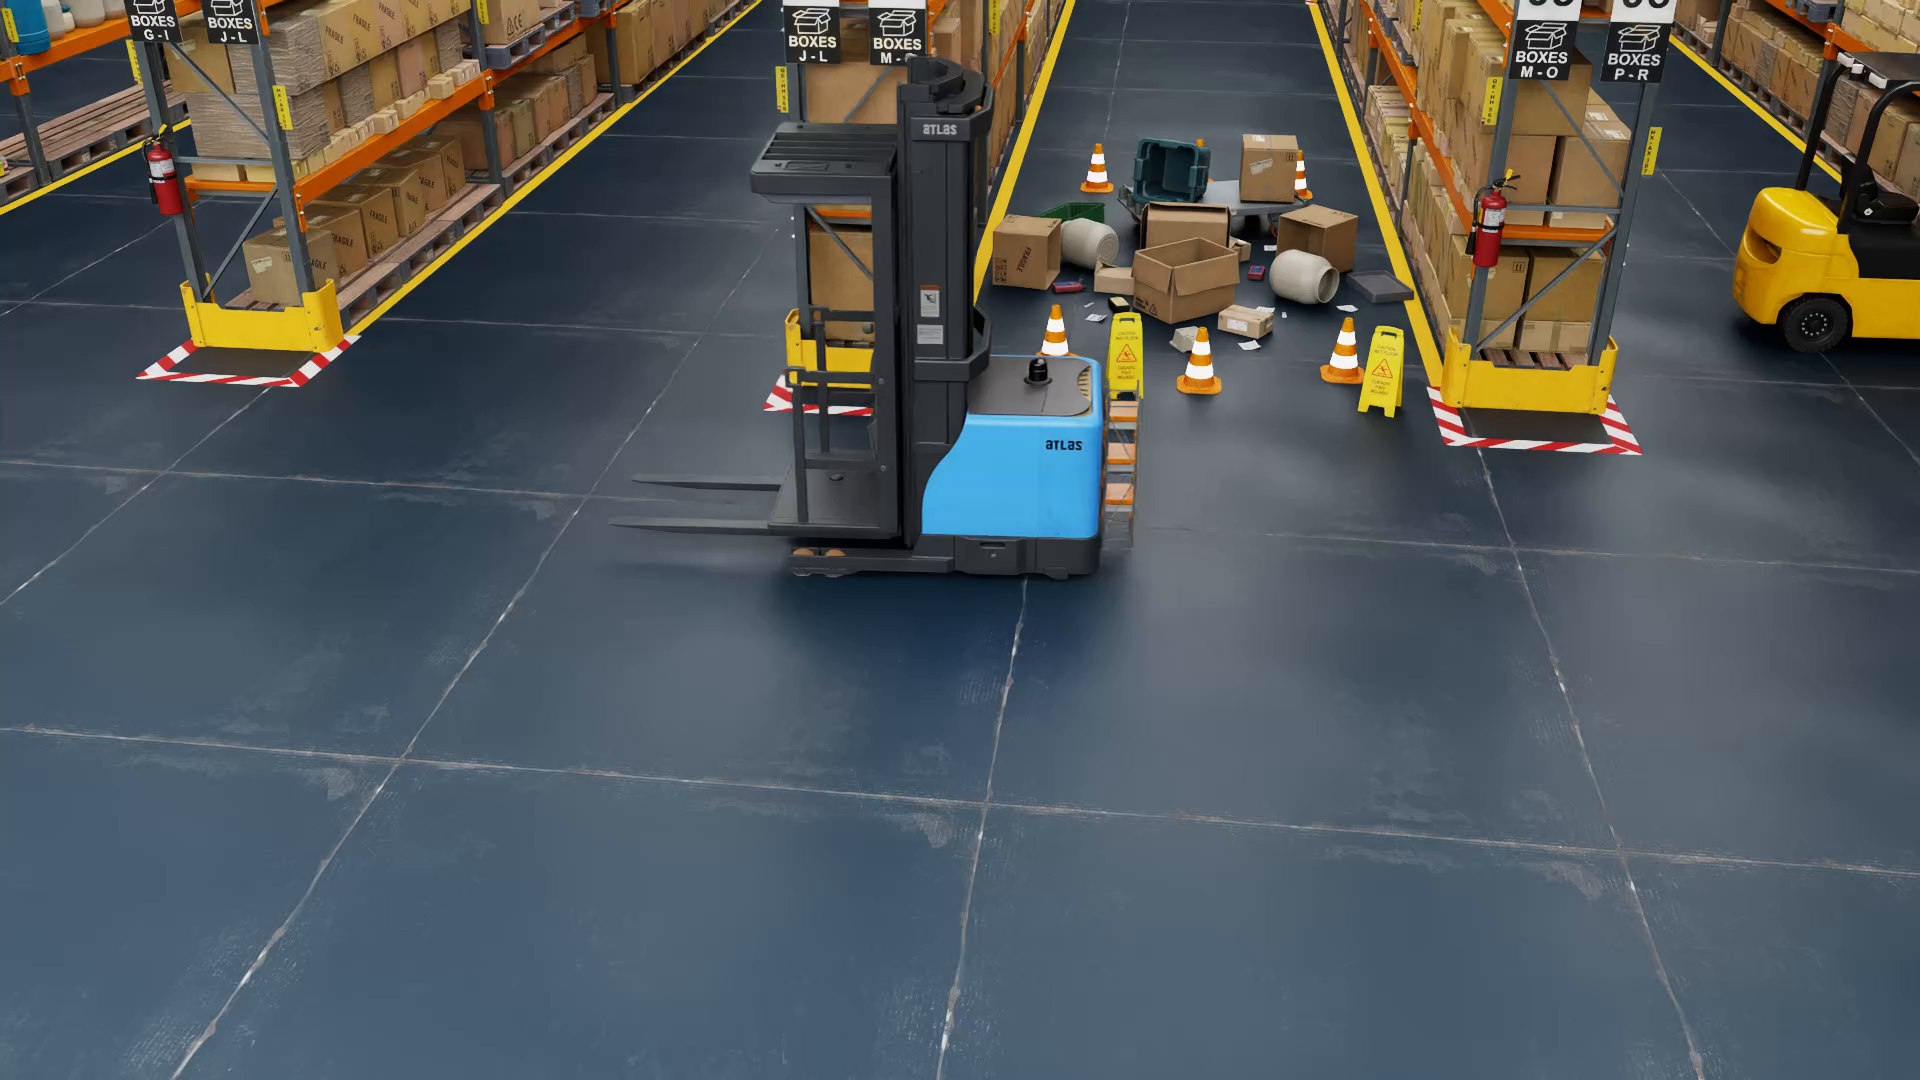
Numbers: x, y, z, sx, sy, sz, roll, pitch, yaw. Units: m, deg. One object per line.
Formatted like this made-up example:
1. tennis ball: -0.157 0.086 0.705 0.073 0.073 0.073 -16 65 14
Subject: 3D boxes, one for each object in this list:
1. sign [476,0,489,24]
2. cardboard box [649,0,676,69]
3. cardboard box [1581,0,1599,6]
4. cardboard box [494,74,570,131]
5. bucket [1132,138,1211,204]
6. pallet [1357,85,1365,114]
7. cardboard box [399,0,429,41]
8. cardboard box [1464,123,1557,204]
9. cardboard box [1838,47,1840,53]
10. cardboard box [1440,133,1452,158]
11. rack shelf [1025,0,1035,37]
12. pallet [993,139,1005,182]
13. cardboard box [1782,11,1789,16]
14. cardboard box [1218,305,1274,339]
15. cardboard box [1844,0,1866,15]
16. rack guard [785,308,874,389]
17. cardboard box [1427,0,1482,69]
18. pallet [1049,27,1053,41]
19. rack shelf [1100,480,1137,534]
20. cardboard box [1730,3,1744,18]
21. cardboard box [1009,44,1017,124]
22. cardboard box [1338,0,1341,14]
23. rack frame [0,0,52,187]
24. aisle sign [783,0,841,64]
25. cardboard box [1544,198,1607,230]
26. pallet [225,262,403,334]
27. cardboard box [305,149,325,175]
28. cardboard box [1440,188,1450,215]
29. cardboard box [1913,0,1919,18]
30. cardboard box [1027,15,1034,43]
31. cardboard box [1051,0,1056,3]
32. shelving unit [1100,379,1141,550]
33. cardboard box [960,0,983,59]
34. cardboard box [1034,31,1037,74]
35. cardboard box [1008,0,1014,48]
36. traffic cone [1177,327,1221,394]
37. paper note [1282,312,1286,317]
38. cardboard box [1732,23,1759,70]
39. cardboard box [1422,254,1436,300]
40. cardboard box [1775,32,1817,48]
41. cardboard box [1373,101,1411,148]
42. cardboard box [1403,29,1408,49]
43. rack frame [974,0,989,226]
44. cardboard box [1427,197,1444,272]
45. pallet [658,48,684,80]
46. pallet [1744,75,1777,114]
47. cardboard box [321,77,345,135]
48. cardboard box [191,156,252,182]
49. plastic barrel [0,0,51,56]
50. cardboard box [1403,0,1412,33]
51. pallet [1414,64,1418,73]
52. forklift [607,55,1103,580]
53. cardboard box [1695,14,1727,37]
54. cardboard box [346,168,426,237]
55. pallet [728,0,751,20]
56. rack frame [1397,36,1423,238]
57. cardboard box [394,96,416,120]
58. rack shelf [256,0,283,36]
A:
1. sign: -4.604 -5.136 16.000 0.100 0.325 0.005 3 28 6
2. cardboard box: -4.431 -6.658 21.535 1.225 0.875 0.875 3 29 6
3. cardboard box: 4.508 -3.800 11.535 0.380 0.149 0.250 2 28 5
4. cardboard box: -4.833 -4.913 18.671 0.700 0.500 0.500 6 29 10
5. bucket: 2.039 -3.477 15.682 0.726 0.611 0.620 14 21 24
6. pallet: 5.354 -5.229 20.025 1.003 0.211 1.213 3 28 6
7. cardboard box: -5.047 -4.699 14.629 0.500 0.500 0.500 3 28 6
8. cardboard box: 3.995 -2.770 12.103 0.500 0.500 0.500 3 28 5
9. cardboard box: 10.602 -5.894 19.828 0.380 0.149 0.250 3 28 5
10. cardboard box: 4.166 -3.245 13.667 0.380 0.149 0.250 3 28 6
11. rack shelf: 0.502 -6.954 21.047 1.077 0.370 4.000 3 28 6
12. pallet: -0.066 -4.163 18.046 1.003 0.211 1.213 3 28 6
13. cardboard box: 10.813 -6.742 21.402 0.380 0.149 0.250 3 28 6
14. cardboard box: 2.358 -1.803 13.732 0.380 0.149 0.250 20 34 32
15. cardboard box: 9.787 -5.764 17.709 0.500 0.250 0.500 3 28 6
16. rack guard: -0.726 -1.452 12.711 1.175 0.500 0.348 3 28 6
17. cardboard box: 4.250 -4.154 13.616 0.700 0.500 0.500 3 28 5
18. pallet: 0.795 -7.303 23.876 1.003 0.211 1.213 3 28 6
19. rack shelf: 0.989 -0.205 10.425 0.215 0.259 0.240 1 28 2
20. cardboard box: 10.291 -6.902 21.700 0.380 0.149 0.250 5 29 9
21. cardboard box: 0.093 -5.243 19.040 1.050 0.750 0.750 3 28 6
22. cardboard box: 5.965 -7.740 24.005 0.875 0.438 0.875 3 28 5
23. rack frame: -10.059 -5.071 16.791 1.000 3.000 0.127 3 28 6
24. aisle sign: -1.029 -3.693 11.493 0.394 0.787 0.004 3 28 6
25. cardboard box: 4.449 -2.361 12.027 0.380 0.149 0.250 3 29 6
26. pallet: -5.489 -2.088 14.196 1.003 0.211 1.213 3 28 6
27. cardboard box: -5.312 -3.026 13.261 0.380 0.149 0.250 3 28 6
28. cardboard box: 4.088 -2.725 13.419 0.380 0.149 0.250 5 29 8
29. cardboard box: 9.523 -5.156 16.160 0.380 0.149 0.250 3 28 5
30. cardboard box: 0.644 -6.294 20.464 0.500 0.250 0.500 3 28 6
31. cardboard box: 1.232 -8.037 24.546 0.380 0.149 0.250 3 28 6
32. shelving unit: 0.989 -0.459 10.288 0.215 1.050 0.252 1 28 2
33. cardboard box: -0.264 -4.551 14.530 0.875 0.550 0.550 3 28 6
34. cardboard box: 0.713 -6.211 21.101 0.500 0.500 0.500 3 28 5
35. cardboard box: 0.286 -5.435 17.362 0.500 0.500 0.500 4 29 7
36. traffic cone: 1.831 -1.389 12.632 0.336 0.463 0.334 3 28 6
37. paper note: 2.743 -1.906 14.069 0.032 0.001 0.123 3 28 6
38. cardboard box: 10.261 -6.304 21.274 0.500 0.500 0.500 3 28 6
39. cardboard box: 4.164 -2.184 13.891 0.500 0.250 0.500 2 28 4
40. cardboard box: 10.109 -6.043 20.105 0.380 0.149 0.250 2 28 4
41. cardboard box: 5.021 -4.504 18.068 0.950 0.372 0.625 3 28 5
42. cardboard box: 4.555 -4.906 16.308 0.380 0.149 0.250 4 29 7
43. rack frame: -0.233 -4.447 15.634 1.000 3.000 0.127 3 28 6
44. cardboard box: 4.171 -2.504 13.692 0.500 0.500 0.500 3 28 5
45. pallet: -4.330 -6.377 22.157 1.003 0.211 1.213 3 28 6
46. pallet: 10.390 -5.497 20.523 1.003 0.211 1.213 3 28 6
47. cardboard box: -5.596 -3.574 13.595 0.875 0.500 0.500 3 28 6
48. cardboard box: -5.803 -2.935 13.093 0.380 0.149 0.250 3 28 6
49. plastic barrel: -9.711 -5.455 16.977 0.600 0.901 0.708 3 28 6
50. cardboard box: 4.650 -5.273 16.306 0.500 0.500 0.500 4 29 8
51. pallet: 4.930 -4.474 15.886 1.003 0.211 1.213 3 28 6
52. forklift: -0.646 -1.310 9.883 3.031 2.935 1.130 2 28 3
53. cardboard box: 10.420 -7.114 23.025 0.396 0.266 0.258 4 29 8
54. cardboard box: -5.293 -3.114 15.353 0.500 0.500 0.500 1 28 2
55. pallet: -3.845 -8.250 25.633 1.003 0.211 1.213 3 28 6
56. rack frame: 4.692 -4.207 15.188 1.000 3.000 0.127 3 28 6
57. cardboard box: -5.076 -3.849 14.788 0.380 0.149 0.250 3 28 6
58. rack shelf: -5.388 -4.845 13.969 1.077 0.370 4.000 3 28 6
